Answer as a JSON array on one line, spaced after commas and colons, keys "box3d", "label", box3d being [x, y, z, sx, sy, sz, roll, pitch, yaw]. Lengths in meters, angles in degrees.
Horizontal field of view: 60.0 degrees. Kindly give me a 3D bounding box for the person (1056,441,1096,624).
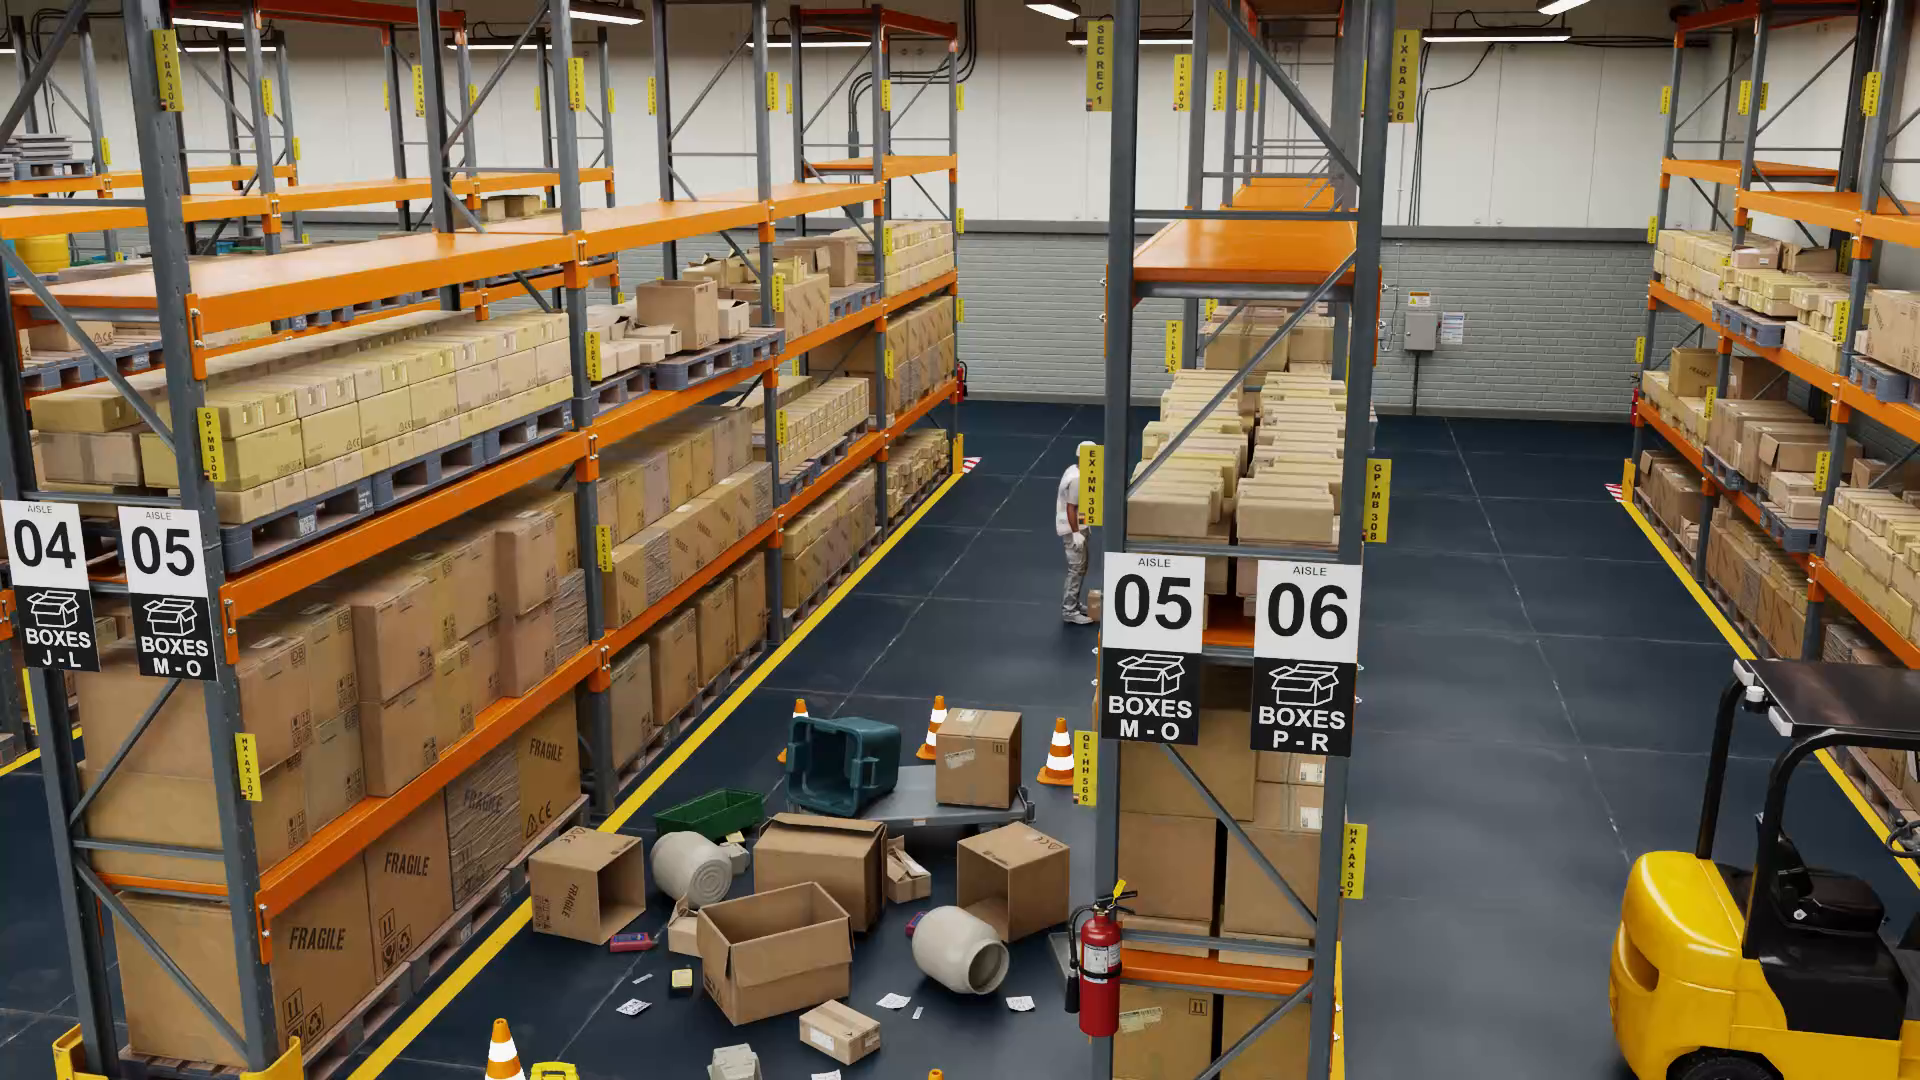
[{"box3d": [1.173, -0.093, 16.347, 0.451, 1.774, 0.618, 3, 15, 11], "label": "person"}]
